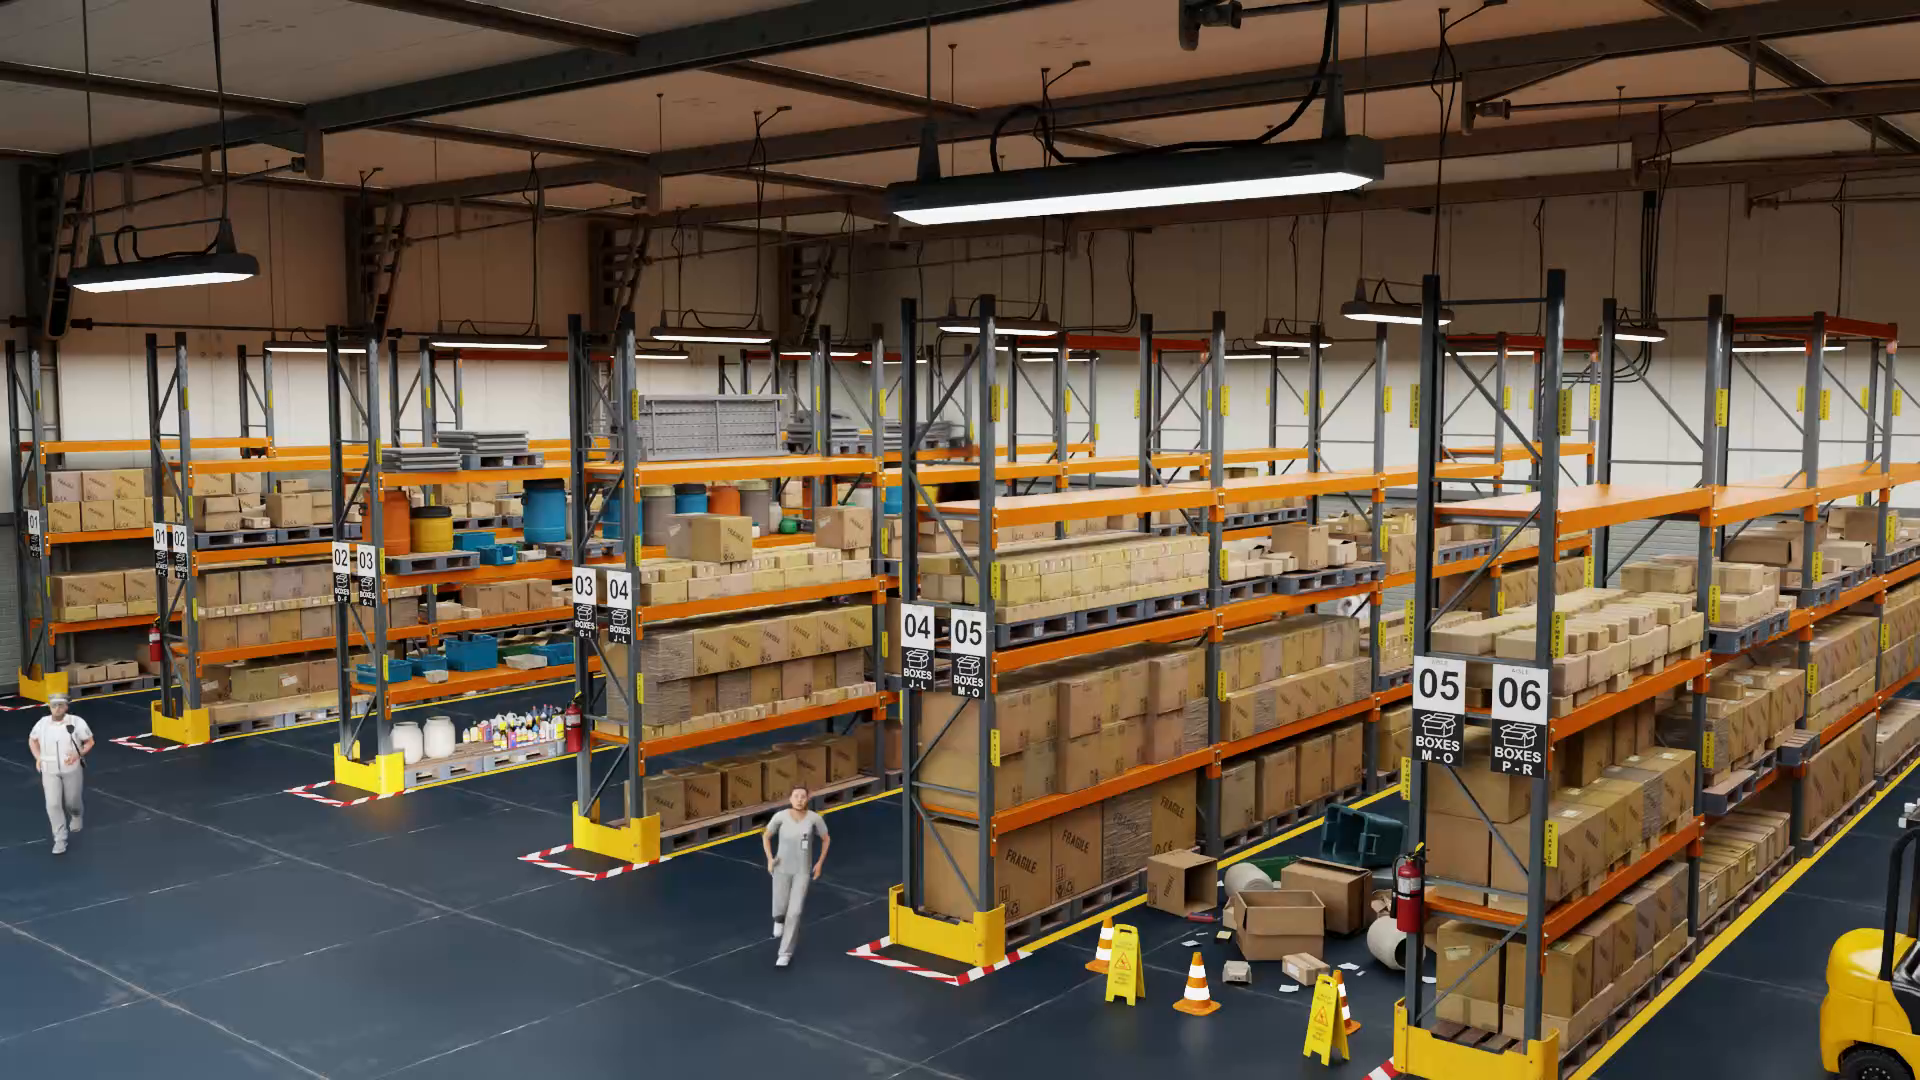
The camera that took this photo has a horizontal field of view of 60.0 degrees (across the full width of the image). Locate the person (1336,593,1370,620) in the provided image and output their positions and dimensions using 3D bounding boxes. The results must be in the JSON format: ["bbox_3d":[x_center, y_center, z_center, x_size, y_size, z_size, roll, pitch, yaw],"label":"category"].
[{"bbox_3d":[7.397,1.560,30.692,0.701,1.766,0.629,-3,6,-27],"label":"person"}]

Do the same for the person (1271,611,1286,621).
[{"bbox_3d":[5.104,1.921,26.776,0.588,1.686,0.653,4,7,39],"label":"person"}]

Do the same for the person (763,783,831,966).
[{"bbox_3d":[-1.486,3.001,15.153,0.616,1.627,0.726,0,5,-3],"label":"person"}]

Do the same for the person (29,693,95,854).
[{"bbox_3d":[-10.164,2.585,18.820,0.677,1.760,0.902,-2,6,-21],"label":"person"}]

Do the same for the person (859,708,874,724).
[{"bbox_3d":[-1.353,2.132,24.004,0.654,1.823,0.853,4,7,38],"label":"person"}]
